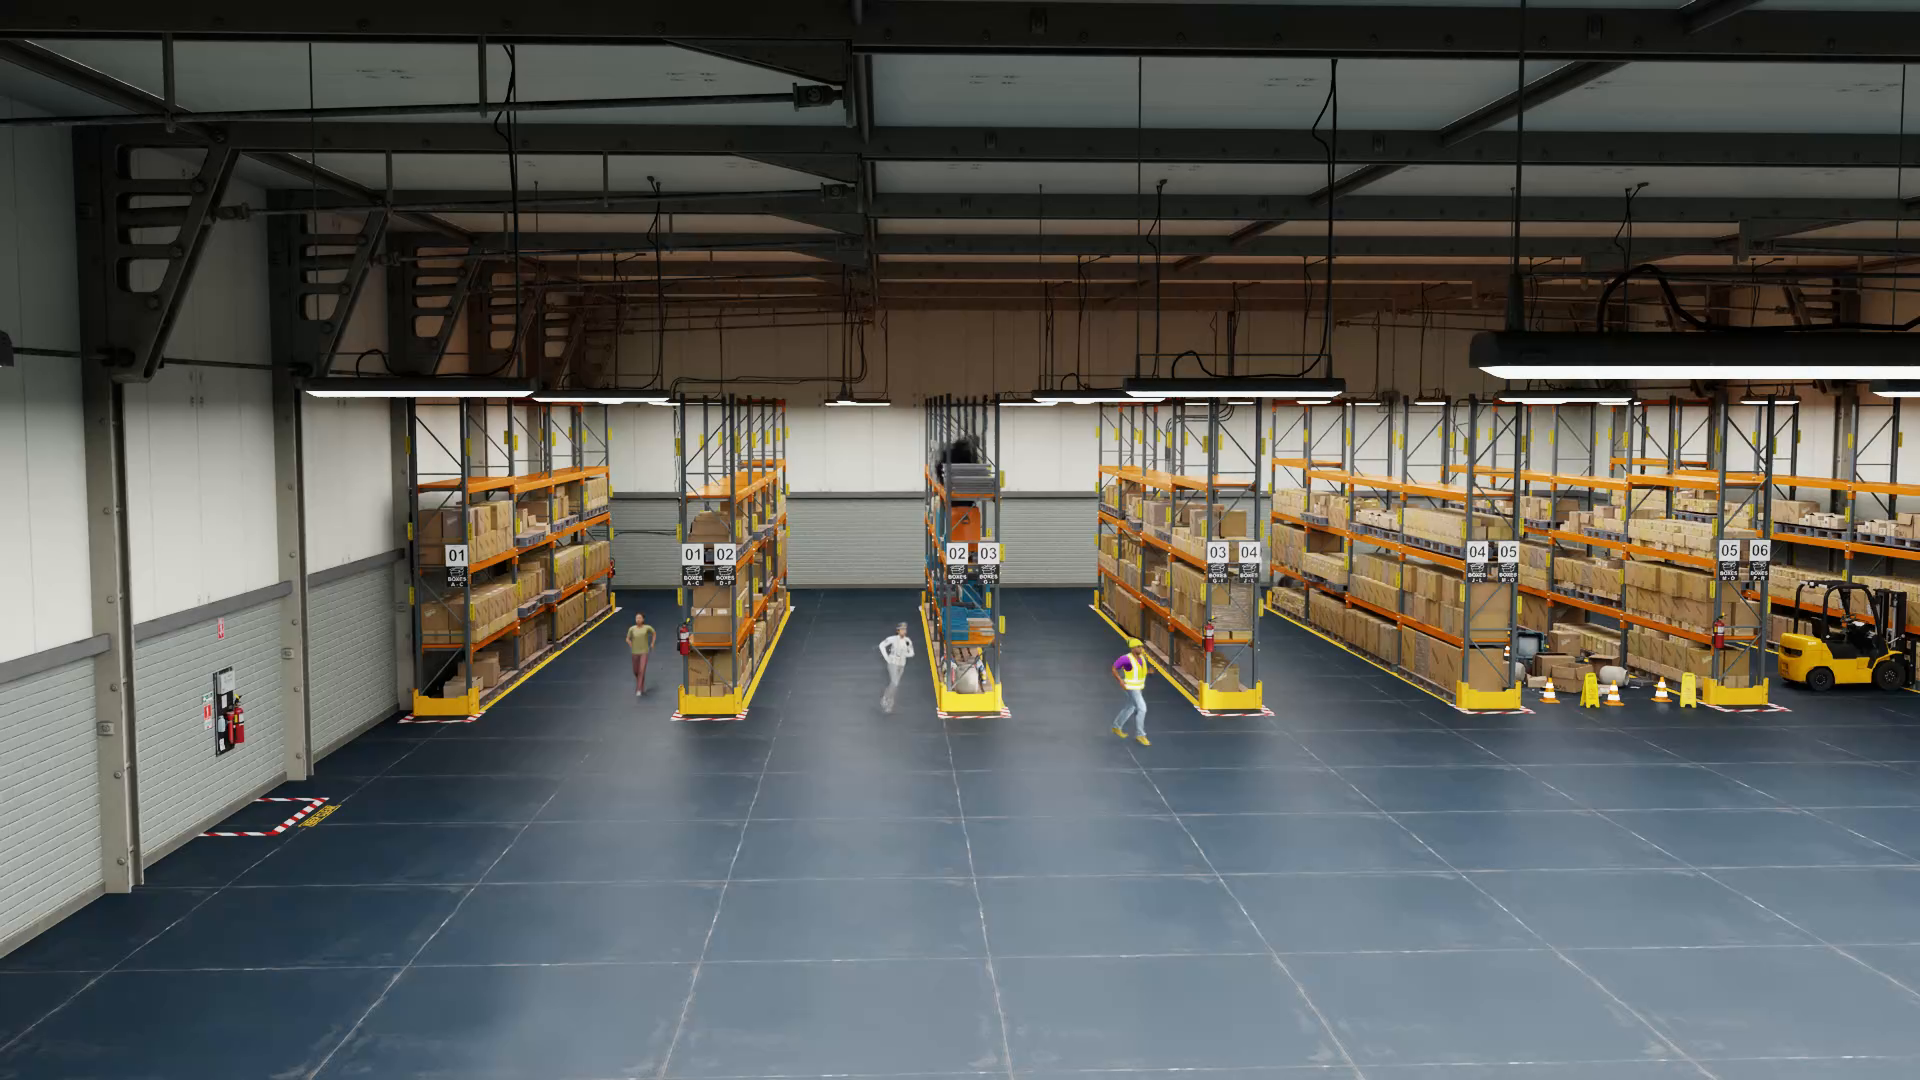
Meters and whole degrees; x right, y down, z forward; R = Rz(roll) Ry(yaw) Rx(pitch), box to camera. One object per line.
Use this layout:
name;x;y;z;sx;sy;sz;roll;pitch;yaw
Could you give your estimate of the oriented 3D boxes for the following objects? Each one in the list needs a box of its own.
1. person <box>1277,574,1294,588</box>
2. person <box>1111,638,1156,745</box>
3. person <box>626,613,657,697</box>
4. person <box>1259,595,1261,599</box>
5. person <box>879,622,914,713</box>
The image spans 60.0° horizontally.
person;9.689;1.013;49.147;0.605;1.639;0.770;1;5;12
person;2.979;2.591;28.589;0.806;1.828;0.666;3;5;33
person;-6.394;2.266;33.299;0.592;1.633;0.970;0;5;-3
person;8.527;1.068;48.513;0.786;1.694;0.630;-2;5;-27
person;-1.214;2.414;31.617;0.616;1.740;0.675;-3;5;-31
